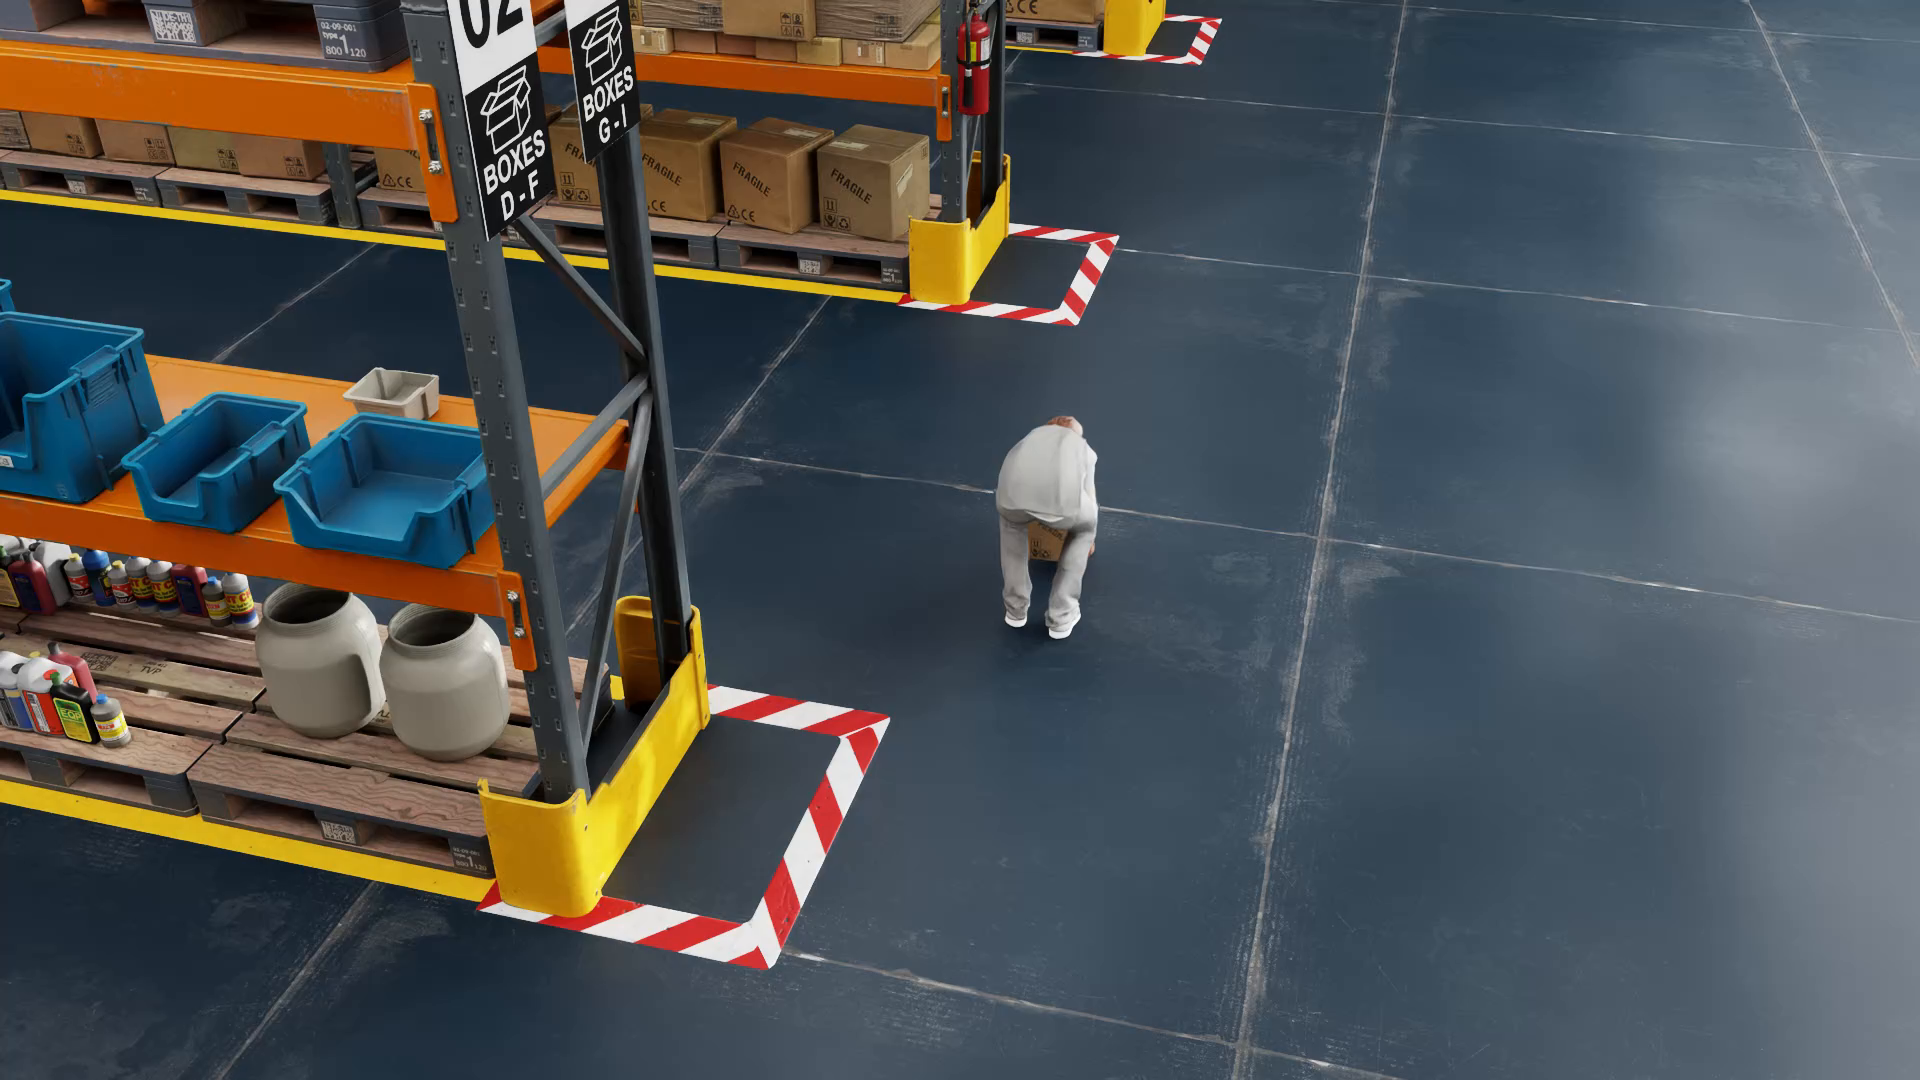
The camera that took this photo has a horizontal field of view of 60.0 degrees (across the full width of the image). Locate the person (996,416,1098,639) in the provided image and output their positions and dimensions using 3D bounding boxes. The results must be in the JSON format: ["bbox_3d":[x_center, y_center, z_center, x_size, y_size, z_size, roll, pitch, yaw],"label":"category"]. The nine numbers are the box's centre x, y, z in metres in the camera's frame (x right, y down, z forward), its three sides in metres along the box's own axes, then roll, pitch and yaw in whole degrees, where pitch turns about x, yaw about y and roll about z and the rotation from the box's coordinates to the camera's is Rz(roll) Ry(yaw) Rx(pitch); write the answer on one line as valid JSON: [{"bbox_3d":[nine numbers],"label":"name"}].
[{"bbox_3d":[0.373,-0.112,6.955,0.414,0.898,0.856,7,34,10],"label":"person"}]
